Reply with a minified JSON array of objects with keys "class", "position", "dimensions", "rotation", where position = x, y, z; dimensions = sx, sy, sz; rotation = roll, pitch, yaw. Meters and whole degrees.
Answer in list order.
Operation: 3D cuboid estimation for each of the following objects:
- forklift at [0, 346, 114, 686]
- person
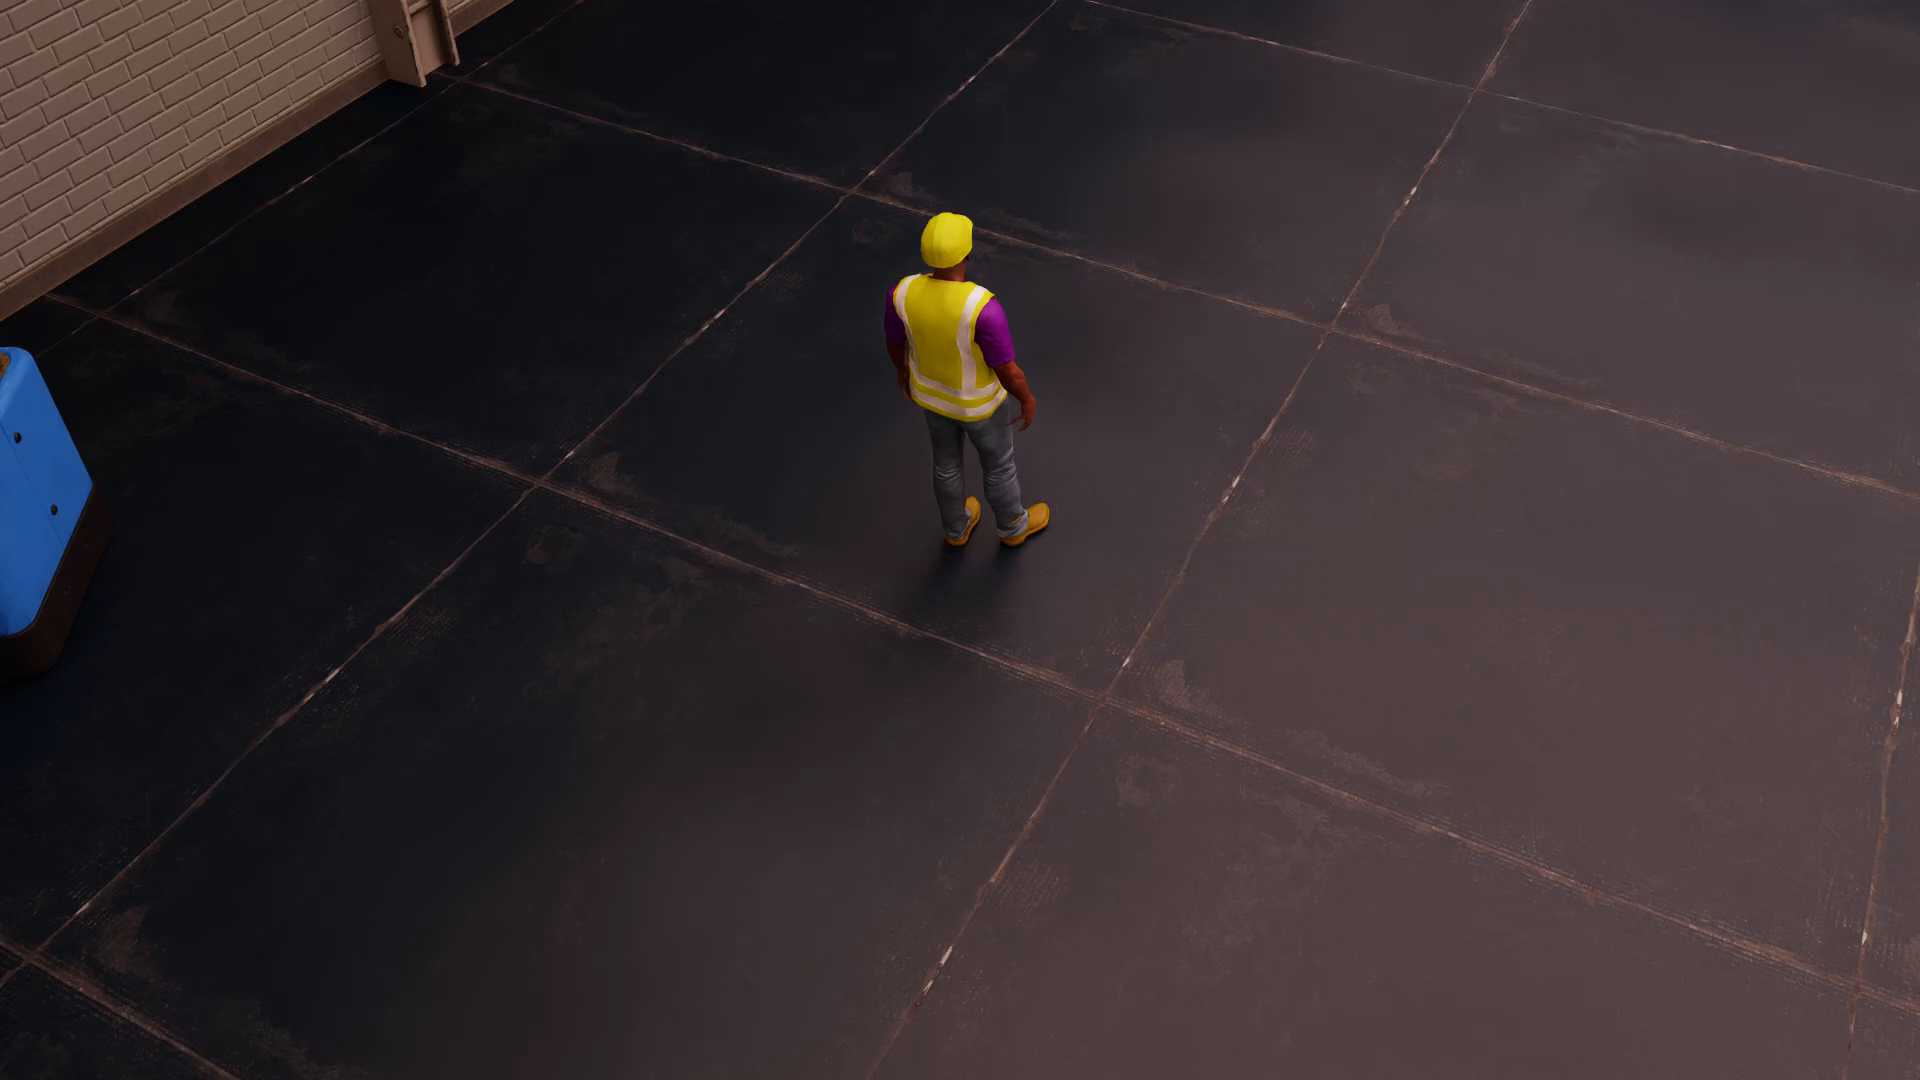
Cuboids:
[{"class":"forklift","position":[-5.420,-0.704,6.401],"dimensions":[3.031,2.935,1.130],"rotation":[-3,43,-4]},{"class":"person","position":[0.038,-0.689,7.224],"dimensions":[0.665,1.768,0.575],"rotation":[20,47,20]}]
